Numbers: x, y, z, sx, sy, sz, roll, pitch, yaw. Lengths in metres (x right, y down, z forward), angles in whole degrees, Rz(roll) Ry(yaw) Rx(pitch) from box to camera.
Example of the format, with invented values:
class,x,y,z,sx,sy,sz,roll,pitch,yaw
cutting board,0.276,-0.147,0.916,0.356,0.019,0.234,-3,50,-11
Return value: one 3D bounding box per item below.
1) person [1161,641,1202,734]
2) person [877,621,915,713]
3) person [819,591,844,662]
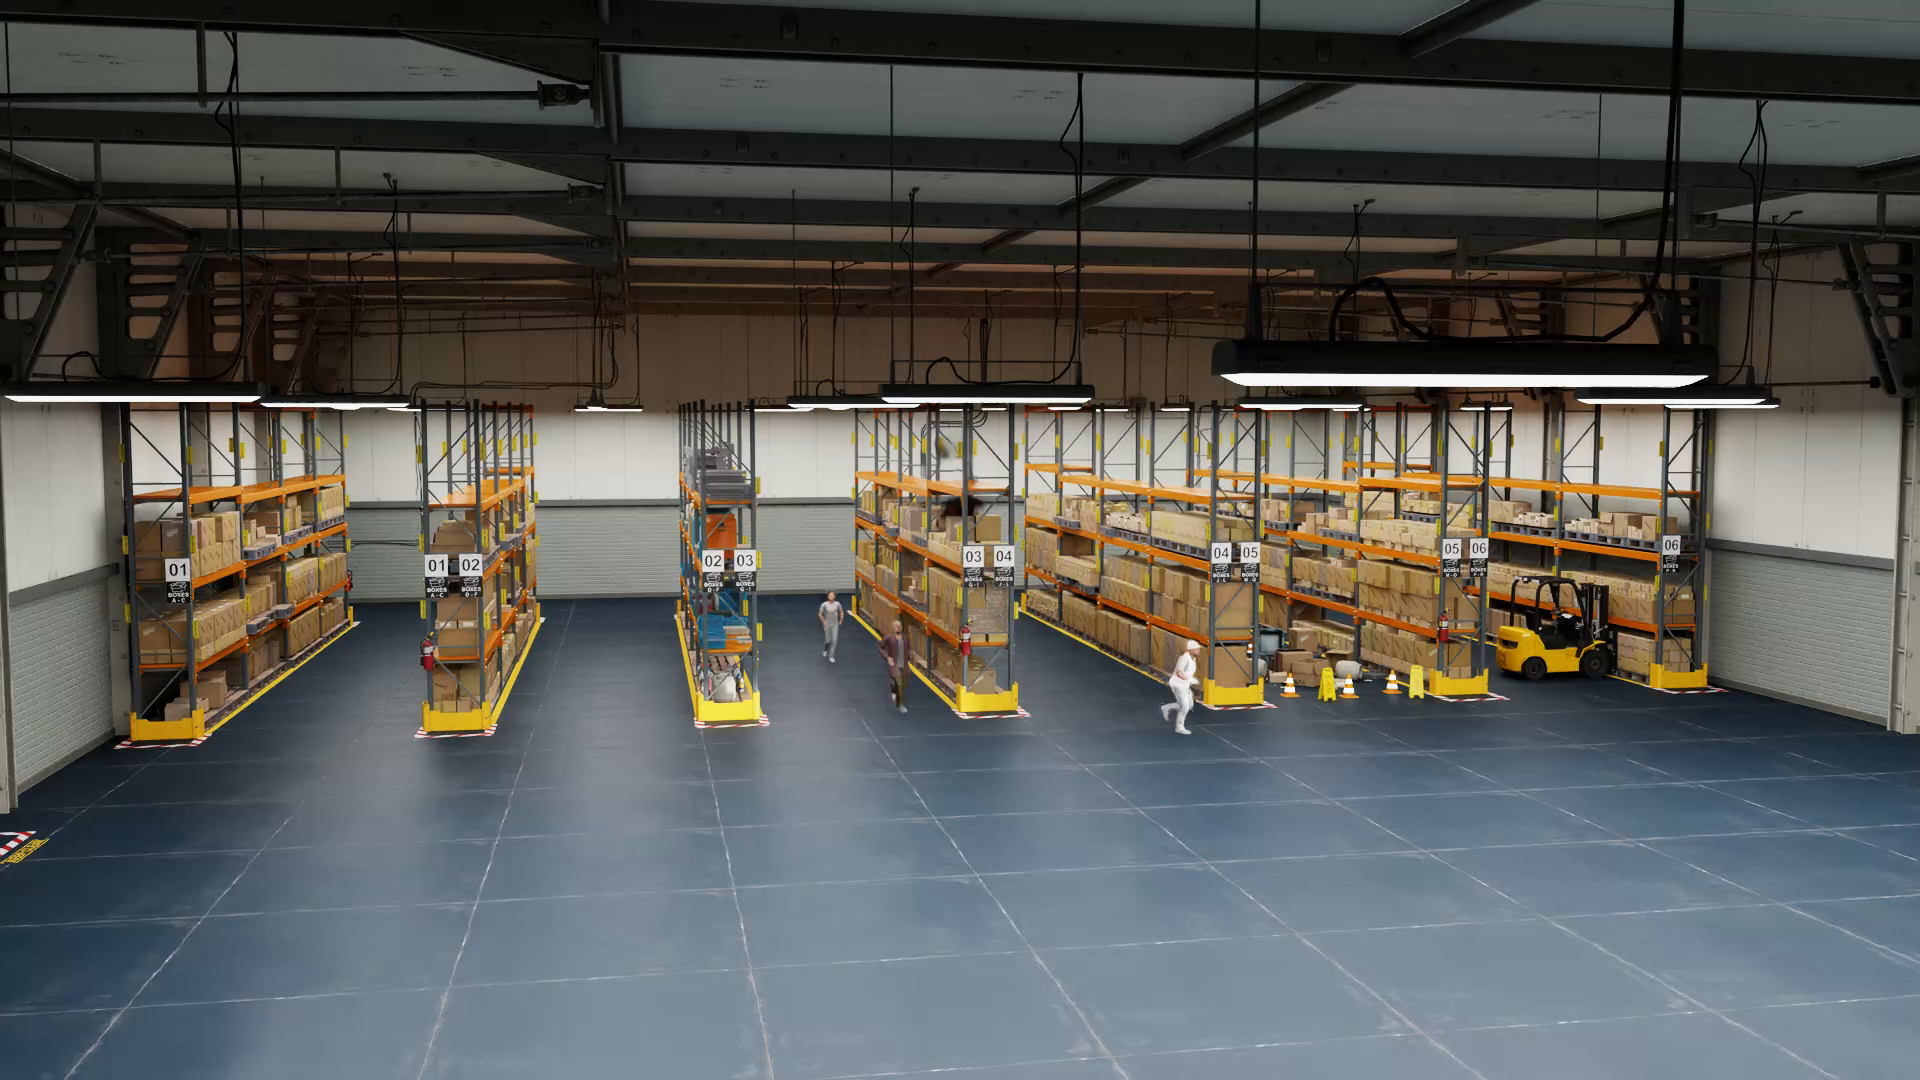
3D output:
class,x,y,z,sx,sy,sz,roll,pitch,yaw
person,3.956,2.637,29.841,0.769,1.705,0.675,2,5,29
person,-1.241,2.435,32.196,0.712,1.754,0.803,-2,5,-30
person,-2.995,1.992,38.710,0.585,1.647,0.605,-1,5,-17
